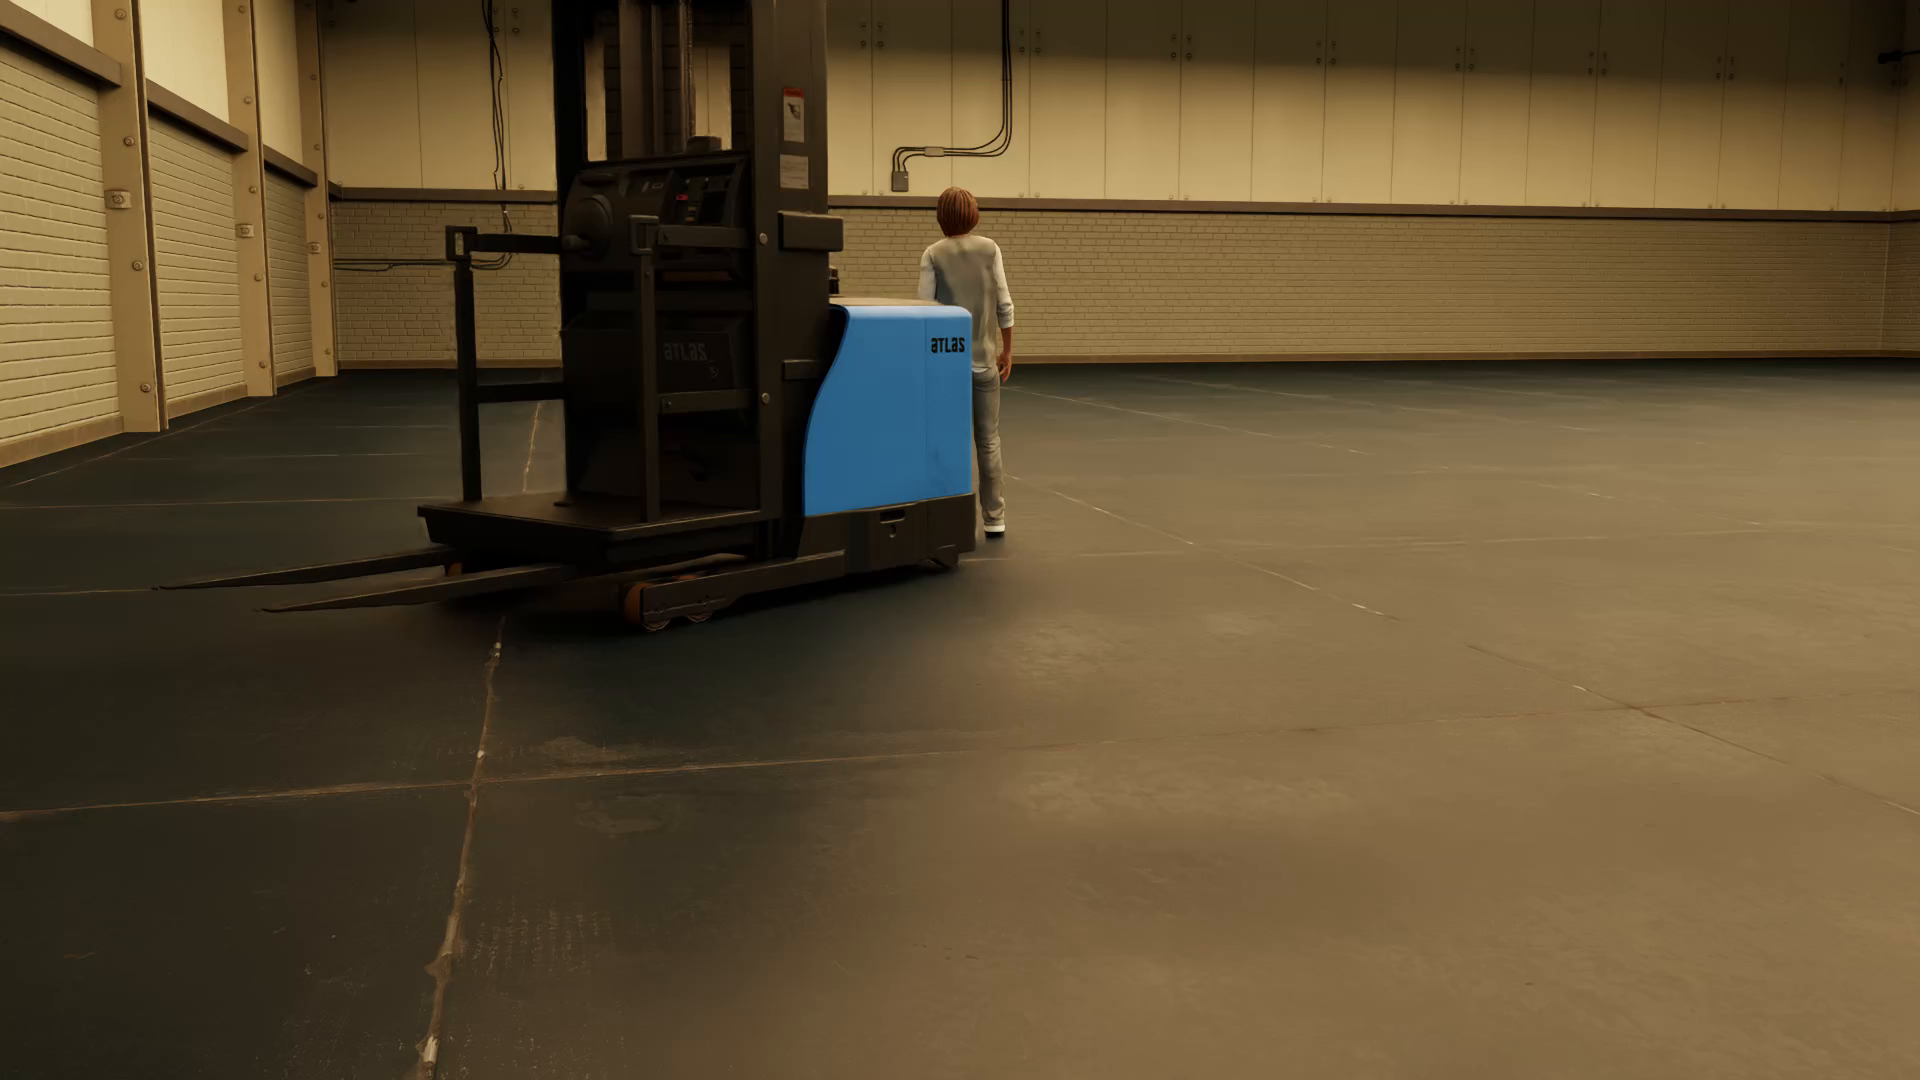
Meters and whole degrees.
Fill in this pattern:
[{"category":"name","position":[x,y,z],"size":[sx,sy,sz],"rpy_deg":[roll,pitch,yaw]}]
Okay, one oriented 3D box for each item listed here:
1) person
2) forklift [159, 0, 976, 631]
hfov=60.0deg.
[{"category":"person","position":[-0.003,-0.809,7.669],"size":[0.520,1.597,0.475],"rpy_deg":[-2,8,-13]},{"category":"forklift","position":[-1.249,-1.225,5.885],"size":[1.130,2.935,3.031],"rpy_deg":[6,10,38]}]
